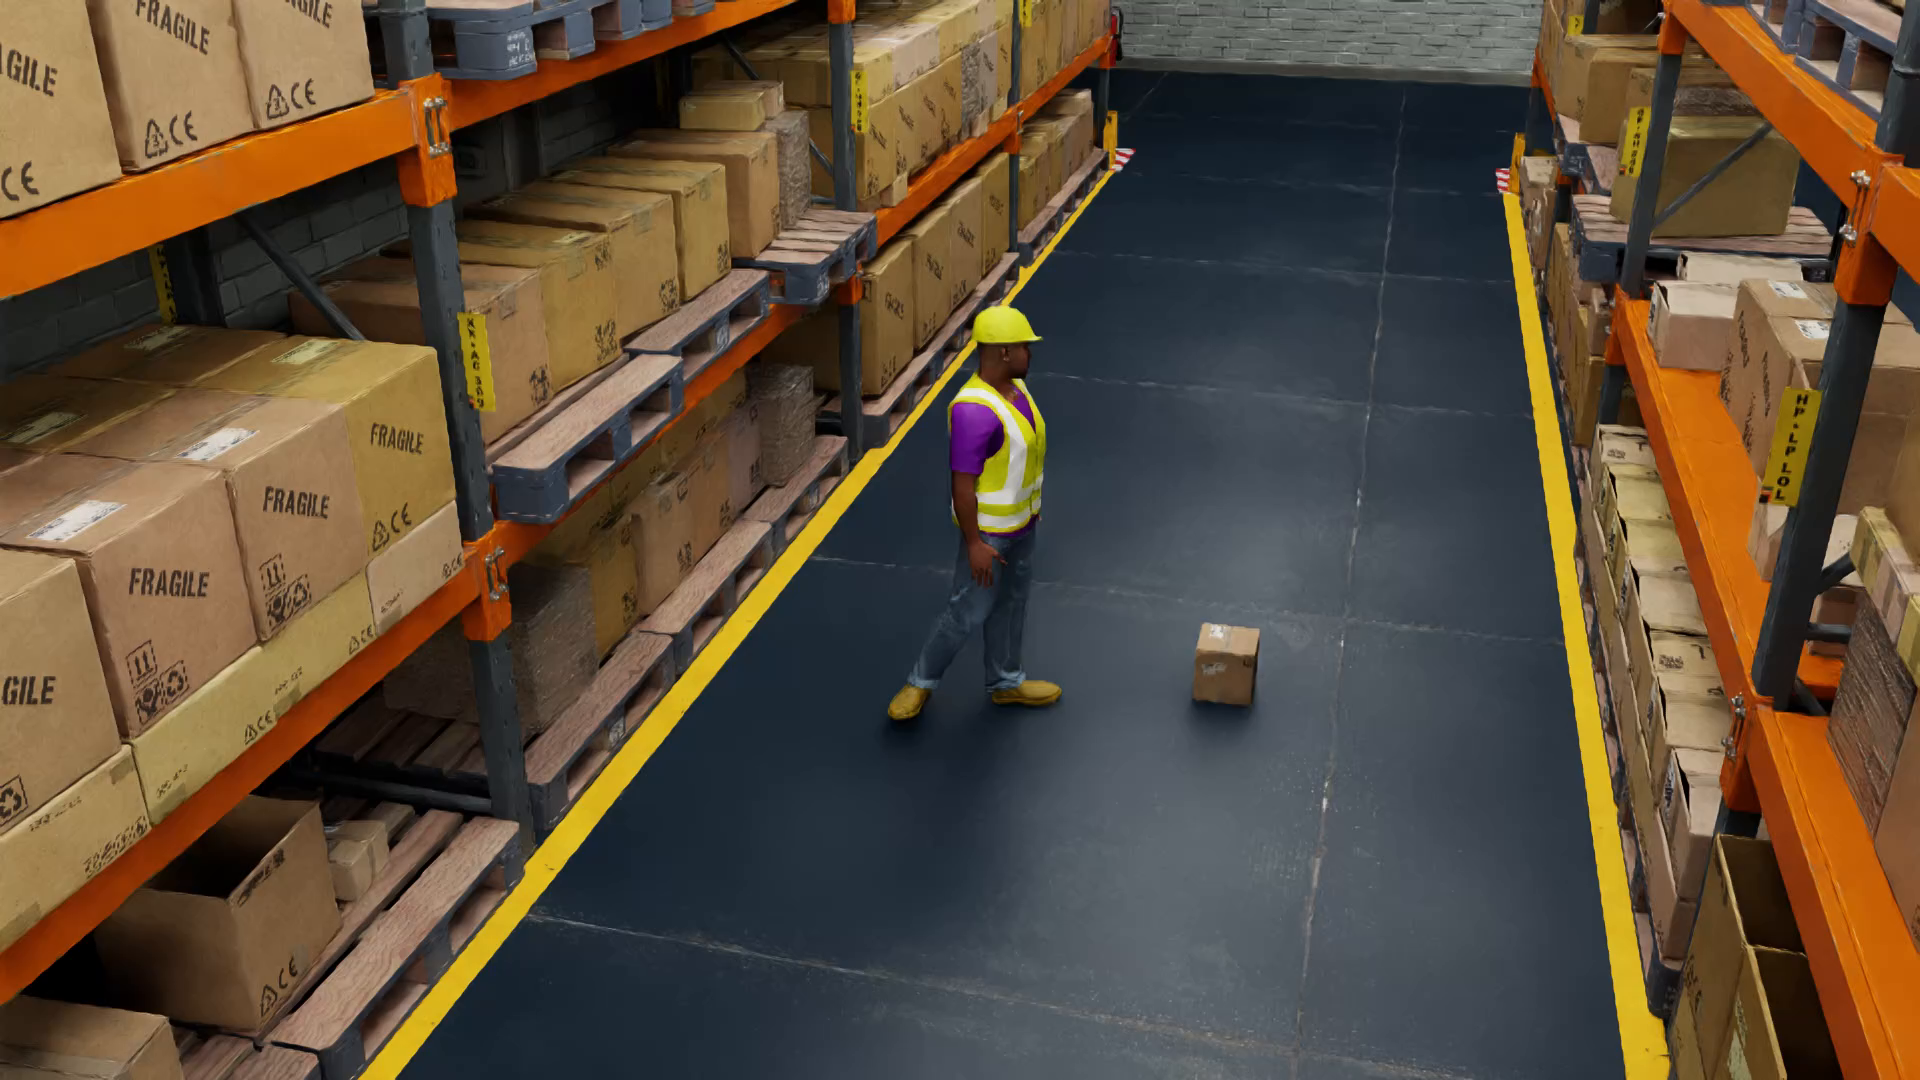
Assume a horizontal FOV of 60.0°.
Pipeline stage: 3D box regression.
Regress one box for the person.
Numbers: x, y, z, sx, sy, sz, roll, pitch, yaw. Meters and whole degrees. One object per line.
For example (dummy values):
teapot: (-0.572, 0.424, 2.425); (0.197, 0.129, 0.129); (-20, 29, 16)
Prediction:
person: (0.090, -0.083, 6.773); (0.599, 1.762, 0.745); (12, 28, 23)
